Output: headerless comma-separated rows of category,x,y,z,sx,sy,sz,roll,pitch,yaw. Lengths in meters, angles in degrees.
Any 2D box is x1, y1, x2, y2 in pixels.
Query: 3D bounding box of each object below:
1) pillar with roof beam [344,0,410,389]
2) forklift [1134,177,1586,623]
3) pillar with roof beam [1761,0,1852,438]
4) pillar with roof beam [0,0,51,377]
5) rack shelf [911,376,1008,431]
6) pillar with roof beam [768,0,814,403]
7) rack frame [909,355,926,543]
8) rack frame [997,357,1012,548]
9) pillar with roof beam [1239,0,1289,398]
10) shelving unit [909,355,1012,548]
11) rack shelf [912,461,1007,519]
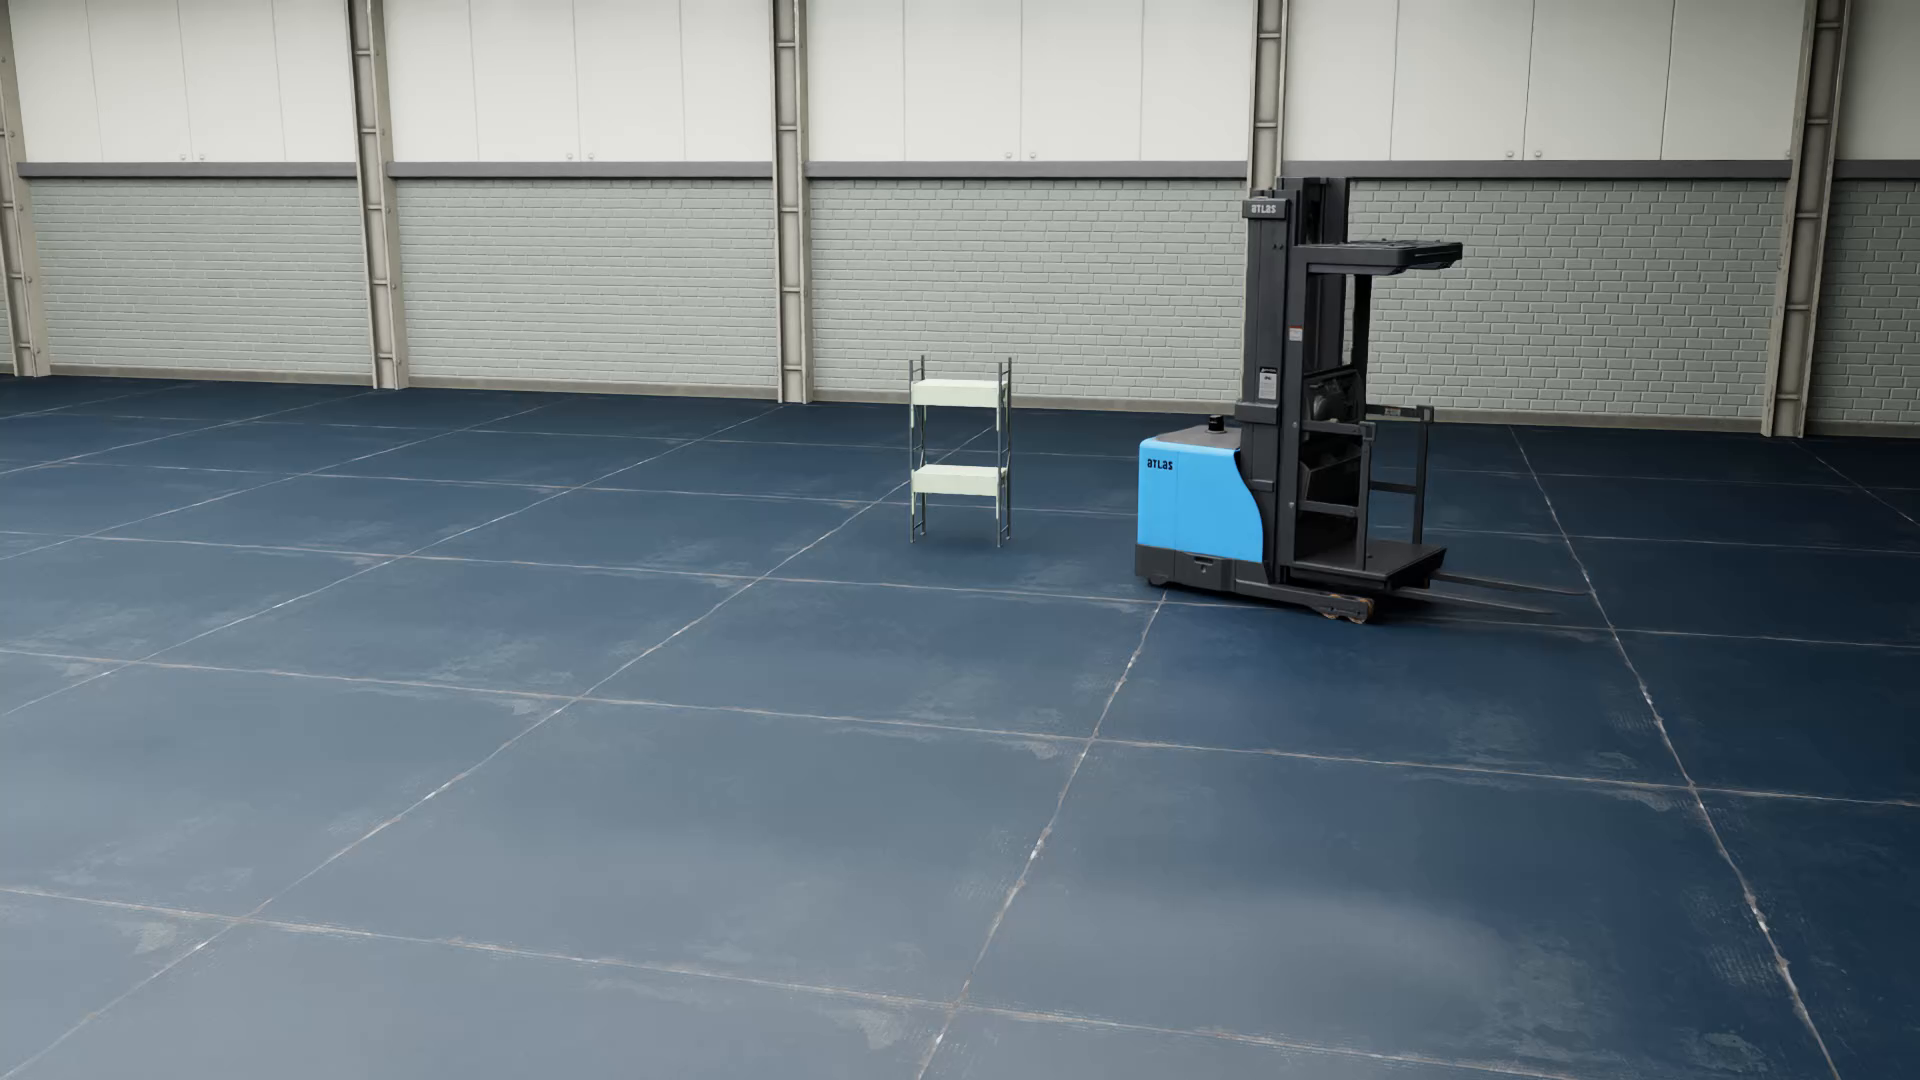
pillar with roof beam,-9.026,-5.632,18.344,0.400,9.000,9.100,3,13,14
forklift,2.772,-0.999,11.471,3.031,2.935,1.130,9,16,36
pillar with roof beam,8.450,-4.698,14.133,0.400,9.000,9.100,3,13,14
pillar with roof beam,-14.851,-5.944,19.747,0.400,9.000,9.100,3,13,14
rack shelf,0.006,-1.113,13.485,0.720,0.370,0.431,3,13,14
pillar with roof beam,-3.200,-5.321,16.940,0.400,9.000,9.100,3,13,14
rack frame,-0.349,-0.751,13.655,0.023,1.500,0.400,3,13,14
rack frame,0.362,-0.713,13.484,0.023,1.500,0.400,3,13,14
pillar with roof beam,2.625,-5.009,15.537,0.400,9.000,9.100,3,13,14
shelving unit,0.006,-0.732,13.570,0.755,1.500,0.431,3,13,14
rack shelf,0.006,-0.414,13.640,0.720,0.370,0.431,3,13,14
